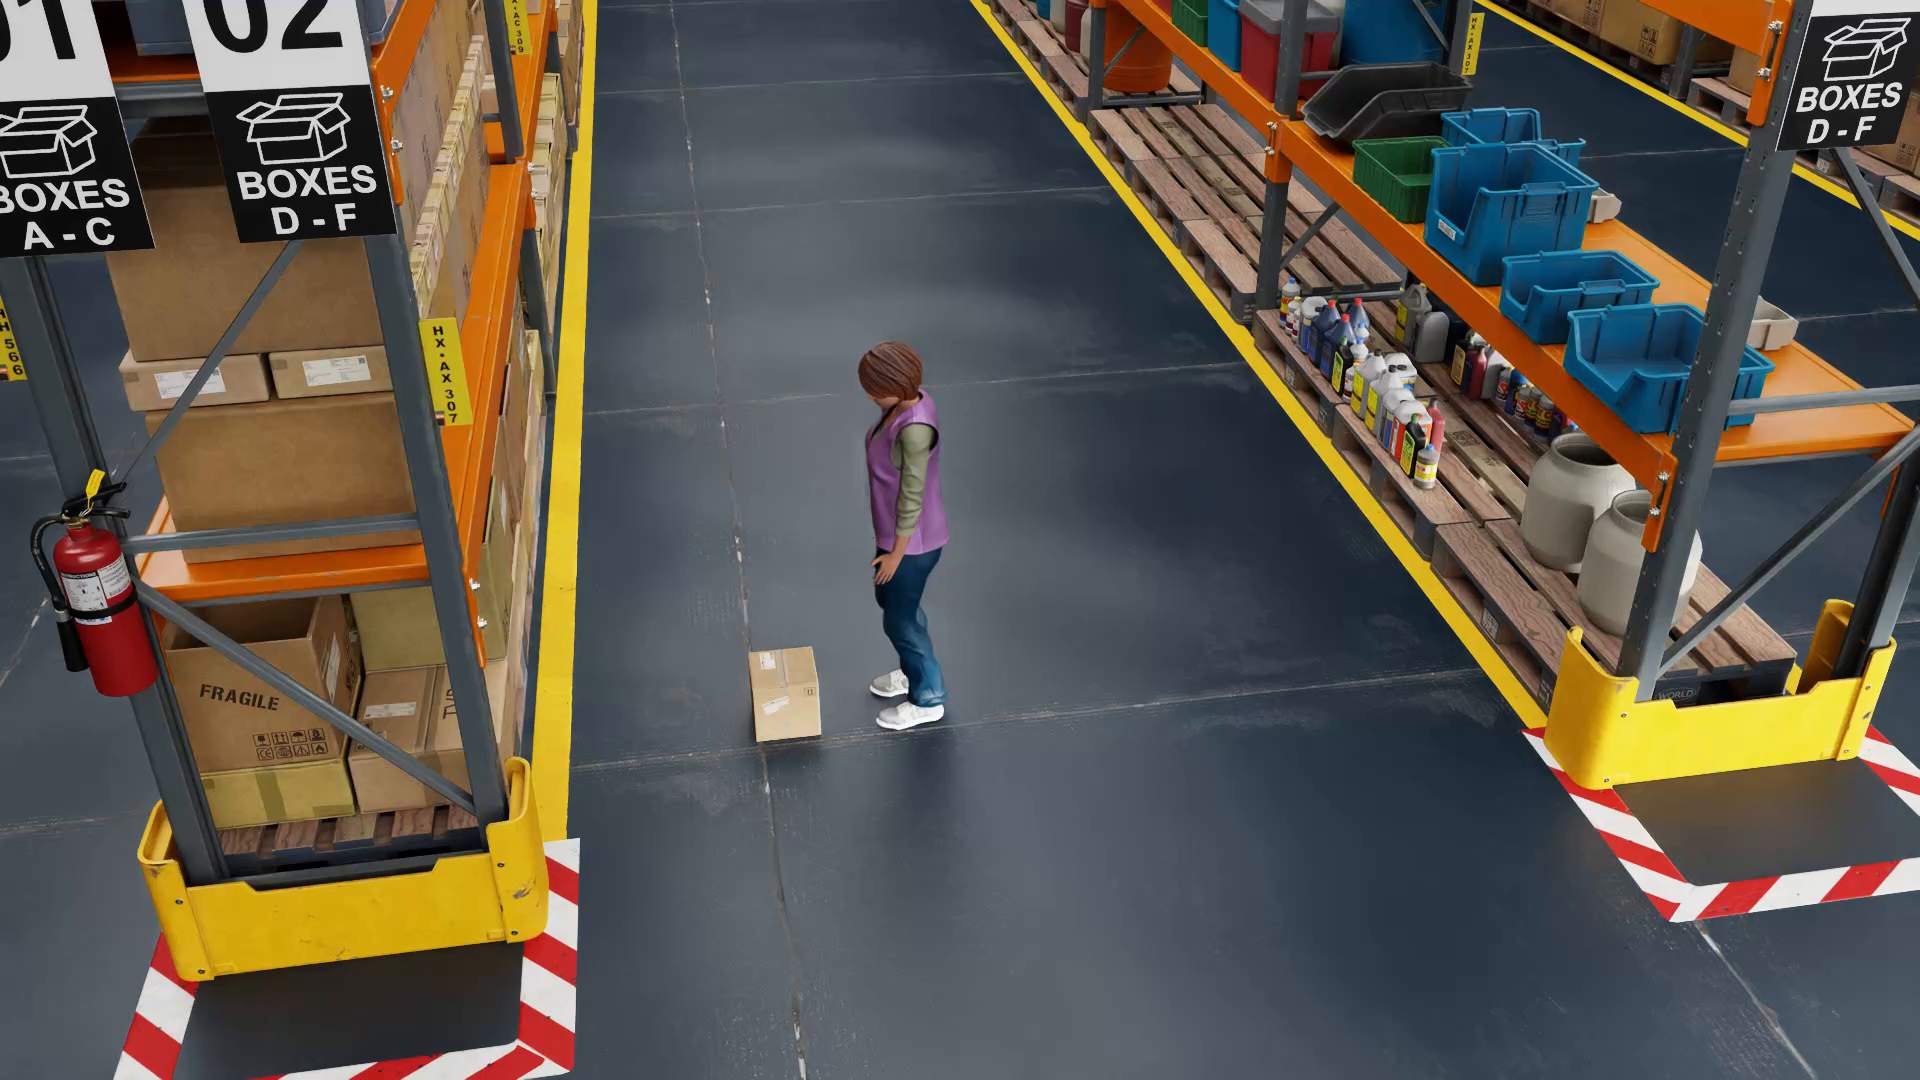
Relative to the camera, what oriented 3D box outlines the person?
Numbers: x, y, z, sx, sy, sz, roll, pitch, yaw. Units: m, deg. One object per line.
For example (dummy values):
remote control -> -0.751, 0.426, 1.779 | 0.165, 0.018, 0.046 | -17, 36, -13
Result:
person -> -0.198, 0.001, 6.175 | 0.316, 1.570, 0.412 | -5, 31, -8
